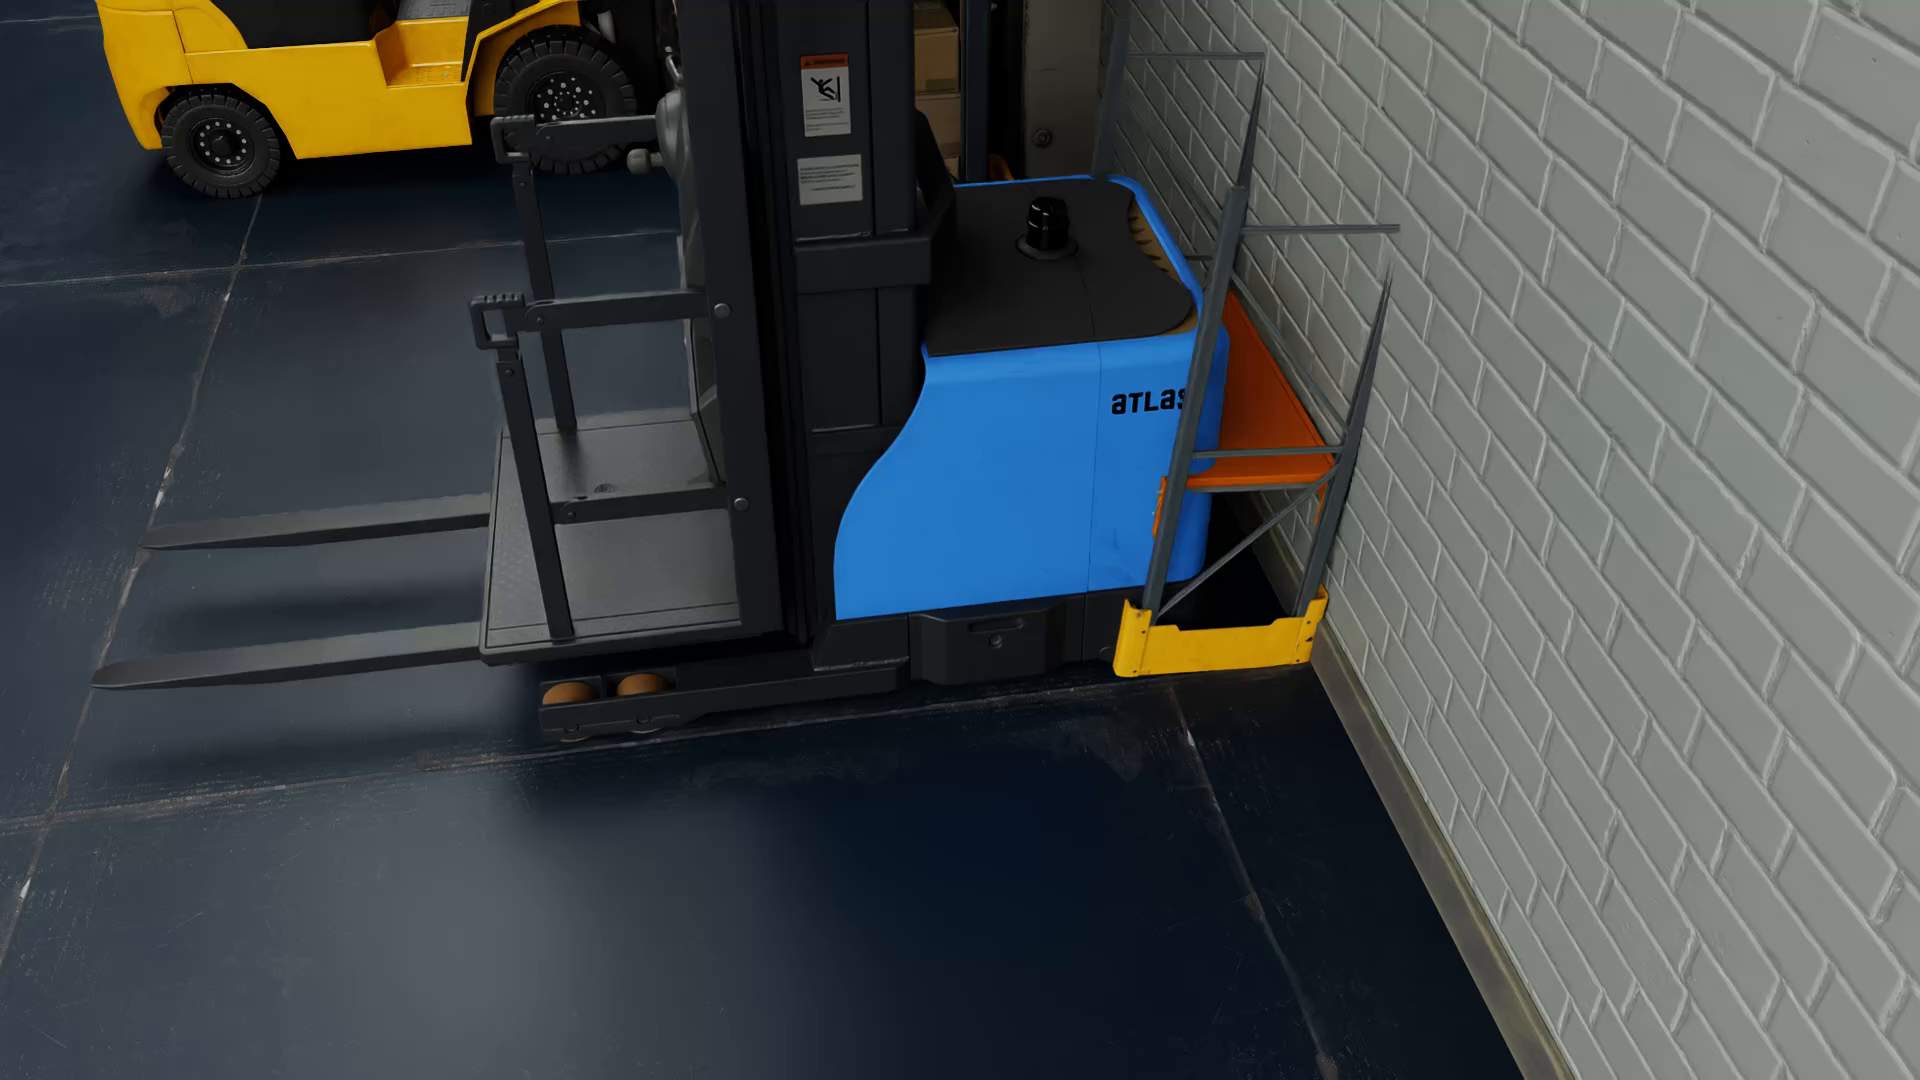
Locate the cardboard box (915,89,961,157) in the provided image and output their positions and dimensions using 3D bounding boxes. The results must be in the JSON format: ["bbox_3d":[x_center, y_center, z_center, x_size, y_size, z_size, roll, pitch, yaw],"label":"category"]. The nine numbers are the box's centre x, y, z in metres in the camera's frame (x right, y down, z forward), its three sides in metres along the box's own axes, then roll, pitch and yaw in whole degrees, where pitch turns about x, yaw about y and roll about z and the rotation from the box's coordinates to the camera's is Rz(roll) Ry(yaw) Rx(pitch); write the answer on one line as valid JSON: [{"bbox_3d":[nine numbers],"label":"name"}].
[{"bbox_3d":[-0.273,-1.702,6.488,0.500,0.250,0.500,-6,38,-7],"label":"cardboard box"}]

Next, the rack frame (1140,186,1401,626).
[{"bbox_3d":[0.791,-0.225,4.304,0.500,1.500,0.032,-3,39,-11],"label":"rack frame"}]

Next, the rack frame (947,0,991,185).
[{"bbox_3d":[-0.395,-2.119,5.532,1.000,3.000,0.127,-6,38,-8],"label":"rack frame"}]

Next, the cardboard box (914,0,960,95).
[{"bbox_3d":[-0.293,-1.904,6.340,0.500,0.250,0.500,-7,38,-9],"label":"cardboard box"}]

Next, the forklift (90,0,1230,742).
[{"bbox_3d":[-0.866,-0.957,4.093,3.031,2.935,1.130,-6,38,-8],"label":"forklift"}]

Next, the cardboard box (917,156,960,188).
[{"bbox_3d":[-0.289,-1.516,6.656,0.500,0.250,0.500,-6,38,-8],"label":"cardboard box"}]

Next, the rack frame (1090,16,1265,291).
[{"bbox_3d":[0.605,-0.859,5.077,0.500,1.500,0.032,-3,39,-11],"label":"rack frame"}]

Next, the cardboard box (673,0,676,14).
[{"bbox_3d":[-0.977,-2.450,7.042,0.500,0.250,0.500,-6,38,-7],"label":"cardboard box"}]

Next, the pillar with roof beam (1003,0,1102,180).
[{"bbox_3d":[-3.868,-4.542,3.762,9.100,9.000,0.400,-6,38,-8],"label":"pillar with roof beam"}]

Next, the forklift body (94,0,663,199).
[{"bbox_3d":[-2.524,-2.733,7.014,2.313,2.155,1.214,-6,38,-8],"label":"forklift body"}]

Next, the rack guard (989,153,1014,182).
[{"bbox_3d":[-0.391,-1.117,6.280,1.175,0.500,0.348,-6,38,-8],"label":"rack guard"}]

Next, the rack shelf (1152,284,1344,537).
[{"bbox_3d":[0.682,-0.401,4.802,0.538,0.185,1.000,-3,39,-11],"label":"rack shelf"}]

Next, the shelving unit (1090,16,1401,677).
[{"bbox_3d":[0.696,-0.547,4.697,0.587,1.500,1.083,-3,39,-11],"label":"shelving unit"}]

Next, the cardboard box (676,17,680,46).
[{"bbox_3d":[-0.977,-2.270,7.219,0.500,0.250,0.500,-7,38,-9],"label":"cardboard box"}]

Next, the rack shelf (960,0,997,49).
[{"bbox_3d":[-0.746,-3.043,7.308,1.077,0.370,4.000,-6,38,-8],"label":"rack shelf"}]

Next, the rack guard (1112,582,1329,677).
[{"bbox_3d":[0.733,0.251,4.705,0.587,0.250,0.087,-3,39,-11],"label":"rack guard"}]
